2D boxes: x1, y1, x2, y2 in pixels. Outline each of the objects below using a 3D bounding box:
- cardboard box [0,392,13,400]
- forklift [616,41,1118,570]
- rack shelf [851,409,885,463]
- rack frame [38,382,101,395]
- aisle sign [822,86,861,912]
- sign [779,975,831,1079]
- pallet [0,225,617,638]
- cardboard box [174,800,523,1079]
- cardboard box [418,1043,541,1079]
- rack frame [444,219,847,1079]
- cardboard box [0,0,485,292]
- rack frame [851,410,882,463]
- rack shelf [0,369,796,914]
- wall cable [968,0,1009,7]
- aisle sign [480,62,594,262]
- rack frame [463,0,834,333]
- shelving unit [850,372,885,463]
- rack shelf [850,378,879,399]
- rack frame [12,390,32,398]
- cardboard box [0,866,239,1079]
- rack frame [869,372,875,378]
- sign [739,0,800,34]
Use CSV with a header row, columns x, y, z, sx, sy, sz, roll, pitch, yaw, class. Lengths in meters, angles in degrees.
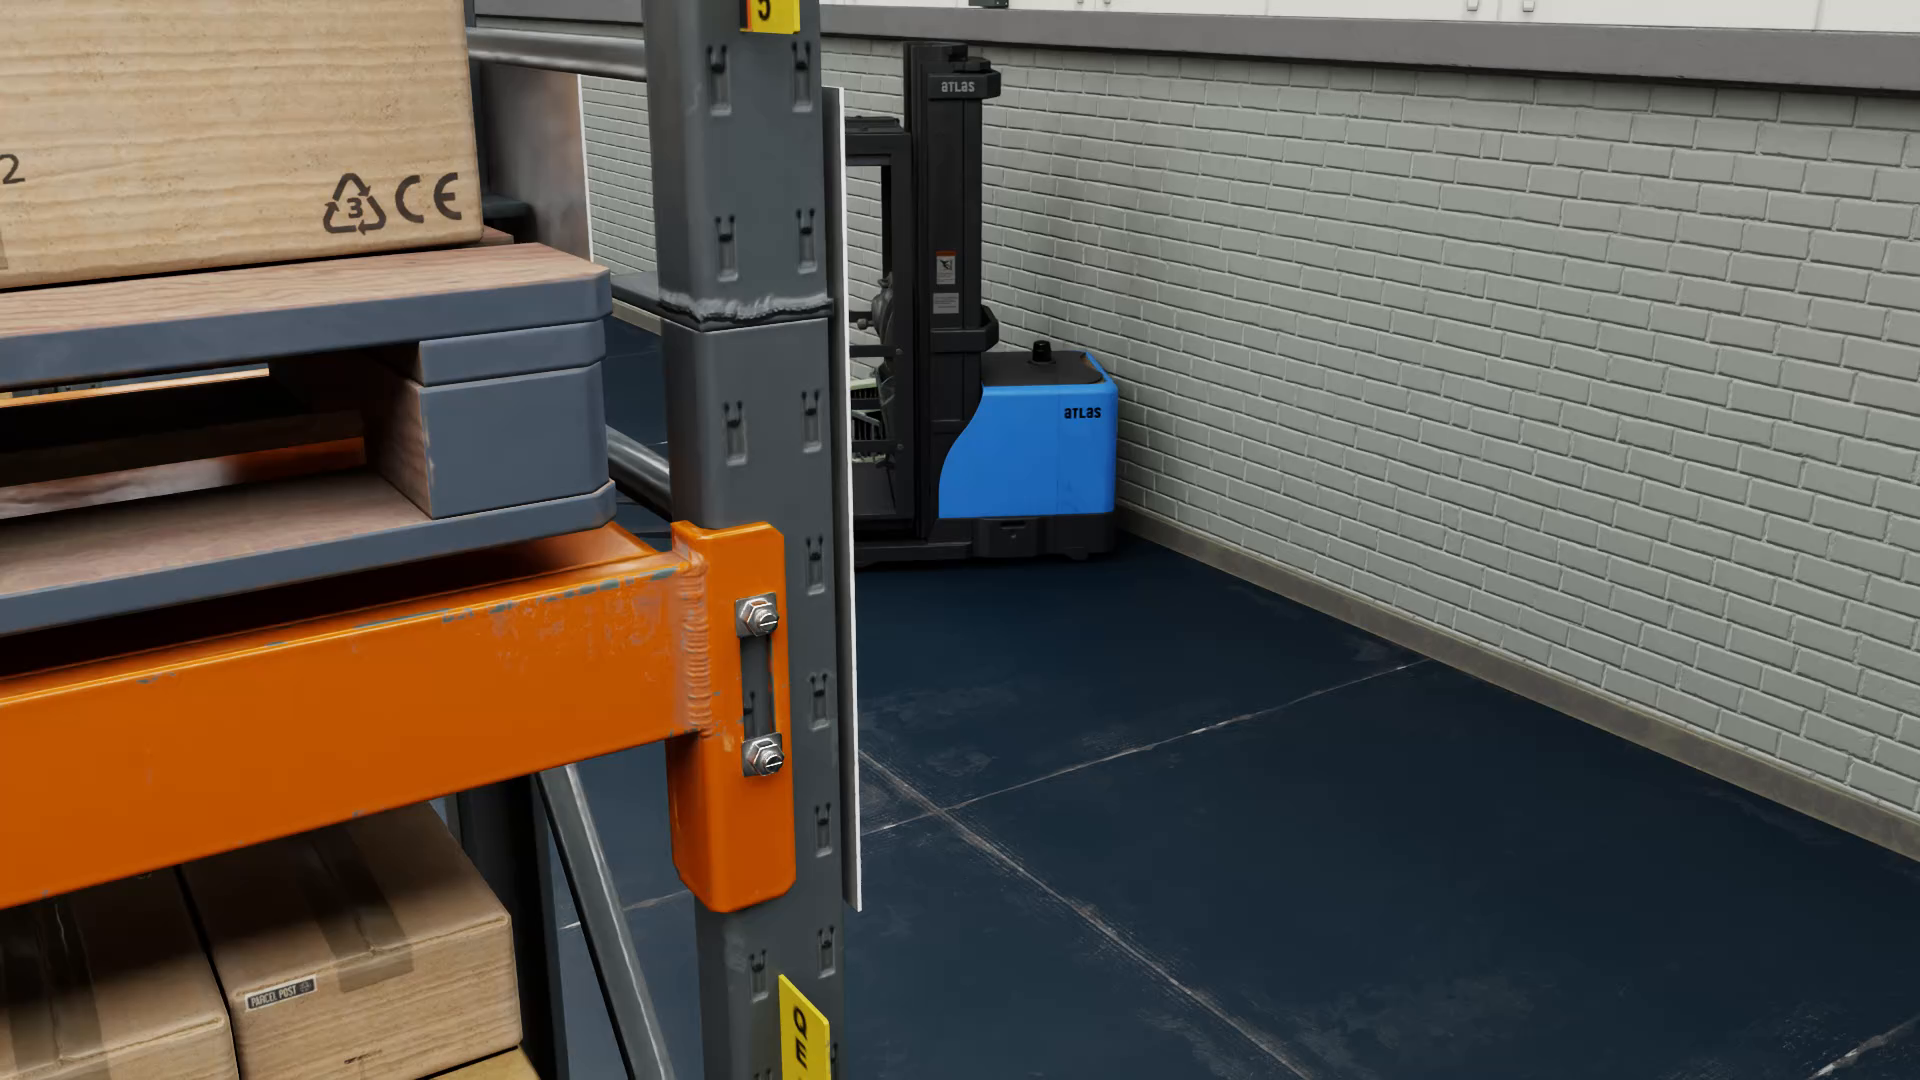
x,y,z,sx,sy,sz,roll,pitch,yaw,class
-3.490,-0.718,5.504,0.500,0.500,0.500,-12,22,-32,cardboard box
-0.623,-1.369,9.718,3.031,2.935,1.130,-2,19,-5,forklift
-0.441,-0.767,11.762,0.720,0.431,0.370,-10,20,-30,rack shelf
-3.245,-0.203,6.163,0.127,3.000,1.000,-12,22,-31,rack frame
-0.208,-0.058,1.675,0.004,0.787,0.394,-12,22,-31,aisle sign
-0.151,0.590,1.639,0.005,0.325,0.100,-12,22,-31,sign
-1.052,-0.143,1.438,1.213,0.211,1.003,-12,22,-31,pallet
-0.628,0.391,1.674,0.250,0.149,0.380,-12,22,-31,cardboard box
-0.710,0.730,1.683,0.500,0.500,0.500,-11,22,-30,cardboard box
-0.438,1.103,2.299,0.127,3.000,1.000,-12,22,-31,rack frame
-0.764,-0.390,1.454,0.500,0.250,0.500,-14,23,-36,cardboard box
-0.924,-0.792,11.847,0.023,0.400,1.500,-10,20,-30,rack frame
-2.108,0.375,0.892,4.000,0.370,1.077,-12,22,-31,rack shelf
0.730,-5.988,8.883,0.120,5.999,2.277,-12,22,-31,wall cable
-0.537,-0.219,2.150,0.004,0.787,0.394,-12,22,-31,aisle sign
-0.438,-1.739,1.338,0.127,3.000,1.000,-12,22,-31,rack frame
-0.611,-0.849,12.028,0.755,0.431,1.500,-10,20,-30,shelving unit
-0.814,-0.948,12.347,0.720,0.431,0.370,-10,20,-30,rack shelf
-5.888,-1.548,10.140,0.127,3.000,1.000,-12,22,-31,rack frame
-0.827,0.442,1.522,0.250,0.149,0.380,-11,22,-30,cardboard box
-0.299,-0.907,12.210,0.023,0.400,1.500,-10,20,-30,rack frame
-0.151,-0.552,1.253,0.005,0.325,0.100,-12,22,-31,sign
